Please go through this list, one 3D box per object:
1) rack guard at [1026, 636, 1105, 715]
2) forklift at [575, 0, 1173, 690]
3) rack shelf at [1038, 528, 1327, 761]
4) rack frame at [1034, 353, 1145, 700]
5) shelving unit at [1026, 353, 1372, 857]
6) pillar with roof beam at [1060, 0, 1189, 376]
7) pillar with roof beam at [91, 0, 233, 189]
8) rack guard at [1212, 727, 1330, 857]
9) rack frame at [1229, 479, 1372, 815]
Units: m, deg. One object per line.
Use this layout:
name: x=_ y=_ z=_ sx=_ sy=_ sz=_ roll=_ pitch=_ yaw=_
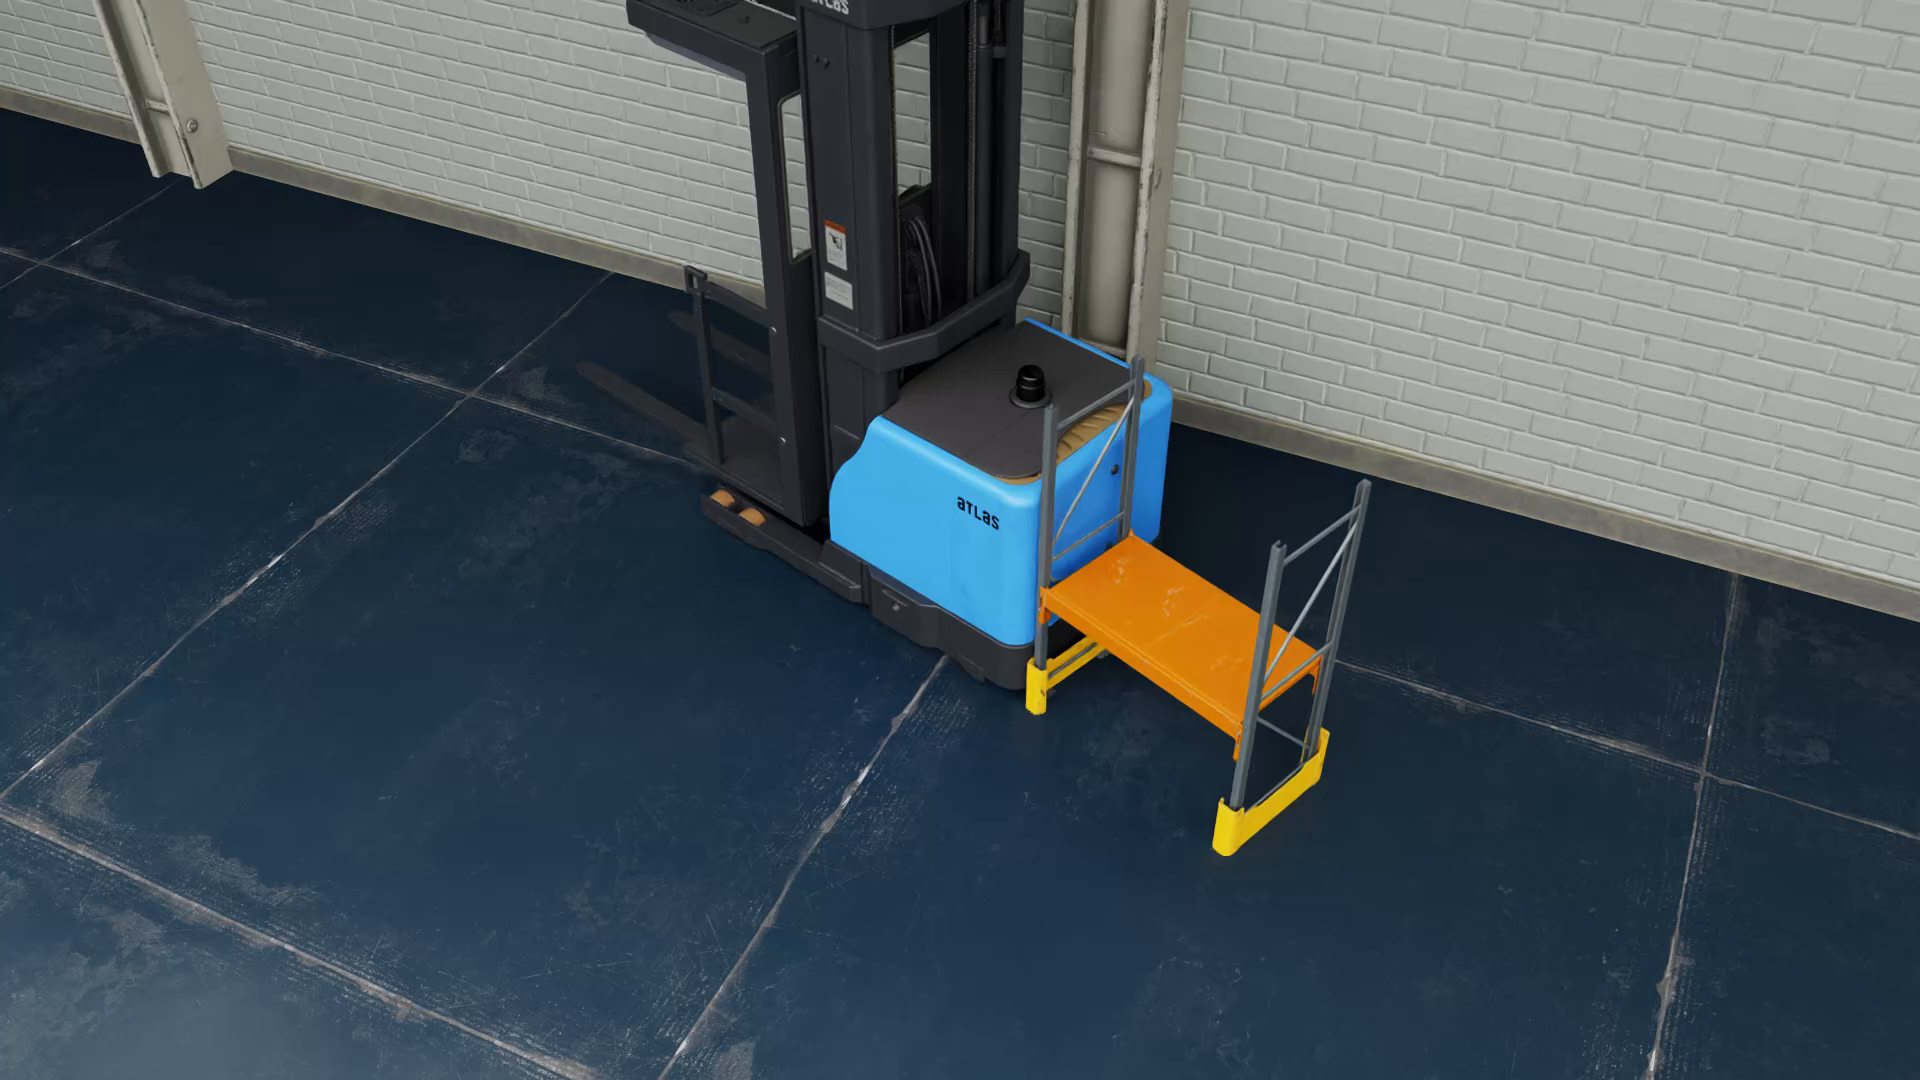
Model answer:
rack guard: x=0.504 y=0.478 z=6.892 sx=0.587 sy=0.250 sz=0.087 roll=-32 pitch=50 yaw=-31
forklift: x=-0.563 y=-1.320 z=6.919 sx=3.031 sy=2.935 sz=1.130 roll=30 pitch=49 yaw=30
rack shelf: x=0.840 y=0.374 z=6.332 sx=0.538 sy=0.185 sz=1.000 roll=-32 pitch=50 yaw=-31
rack frame: x=0.491 y=-0.004 z=6.493 sx=0.500 sy=1.500 sz=0.032 roll=-32 pitch=50 yaw=-31
shelving unit: x=0.846 y=0.242 z=6.209 sx=0.587 sy=1.500 sz=1.083 roll=-32 pitch=50 yaw=-31
pillar with roof beam: x=-1.102 y=-1.457 z=2.445 sx=0.400 sy=9.000 sz=9.100 roll=17 pitch=44 yaw=19
pillar with roof beam: x=-6.539 y=-3.119 z=4.362 sx=0.400 sy=9.000 sz=9.100 roll=17 pitch=44 yaw=19
rack guard: x=1.188 y=0.952 z=6.345 sx=0.587 sy=0.250 sz=0.087 roll=-32 pitch=50 yaw=-31
rack frame: x=1.189 y=0.480 z=5.935 sx=0.500 sy=1.500 sz=0.032 roll=-32 pitch=50 yaw=-31
